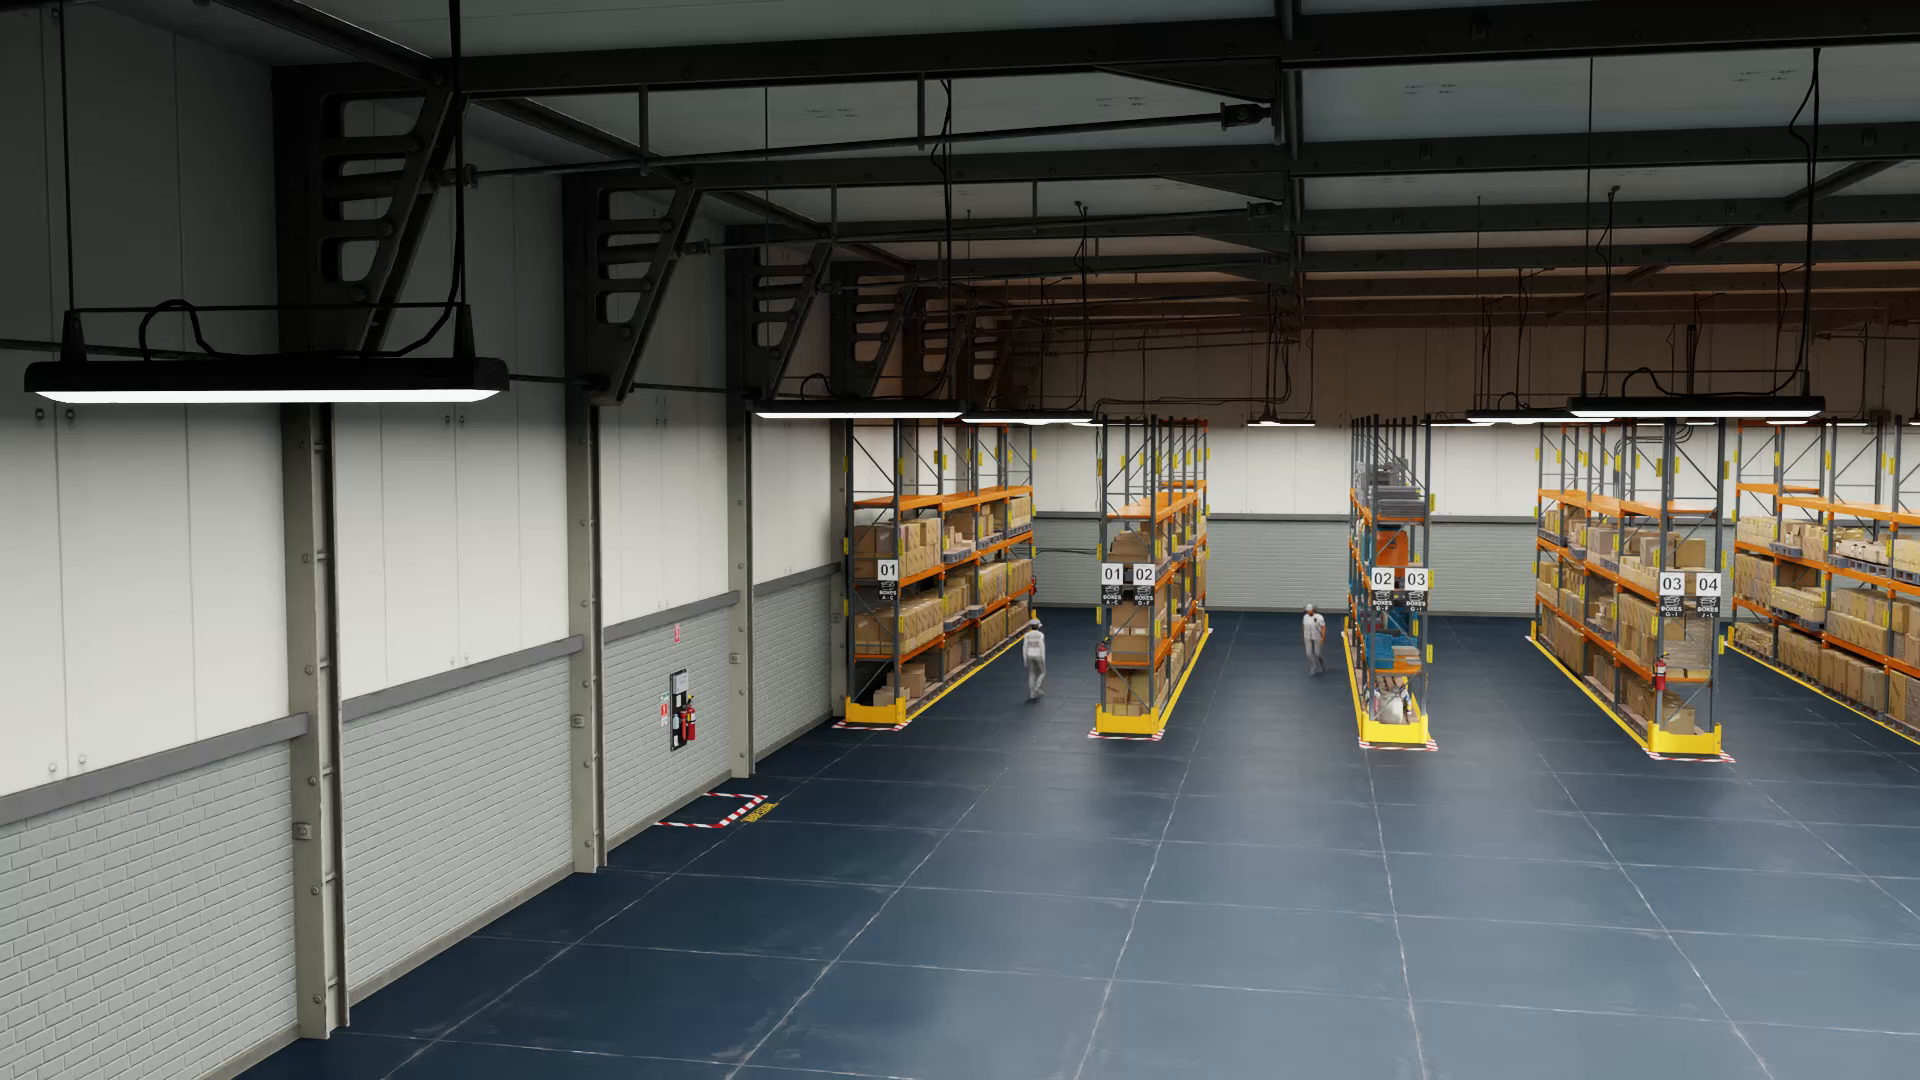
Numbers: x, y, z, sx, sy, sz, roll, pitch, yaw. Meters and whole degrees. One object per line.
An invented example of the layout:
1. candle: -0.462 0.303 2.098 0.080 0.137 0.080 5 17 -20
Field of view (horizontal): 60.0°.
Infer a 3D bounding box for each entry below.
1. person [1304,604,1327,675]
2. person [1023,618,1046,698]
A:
1. person: 8.303 2.316 38.960 0.549 1.647 0.522 2 4 32
2. person: 1.588 2.518 35.427 0.502 1.679 0.447 2 4 22
